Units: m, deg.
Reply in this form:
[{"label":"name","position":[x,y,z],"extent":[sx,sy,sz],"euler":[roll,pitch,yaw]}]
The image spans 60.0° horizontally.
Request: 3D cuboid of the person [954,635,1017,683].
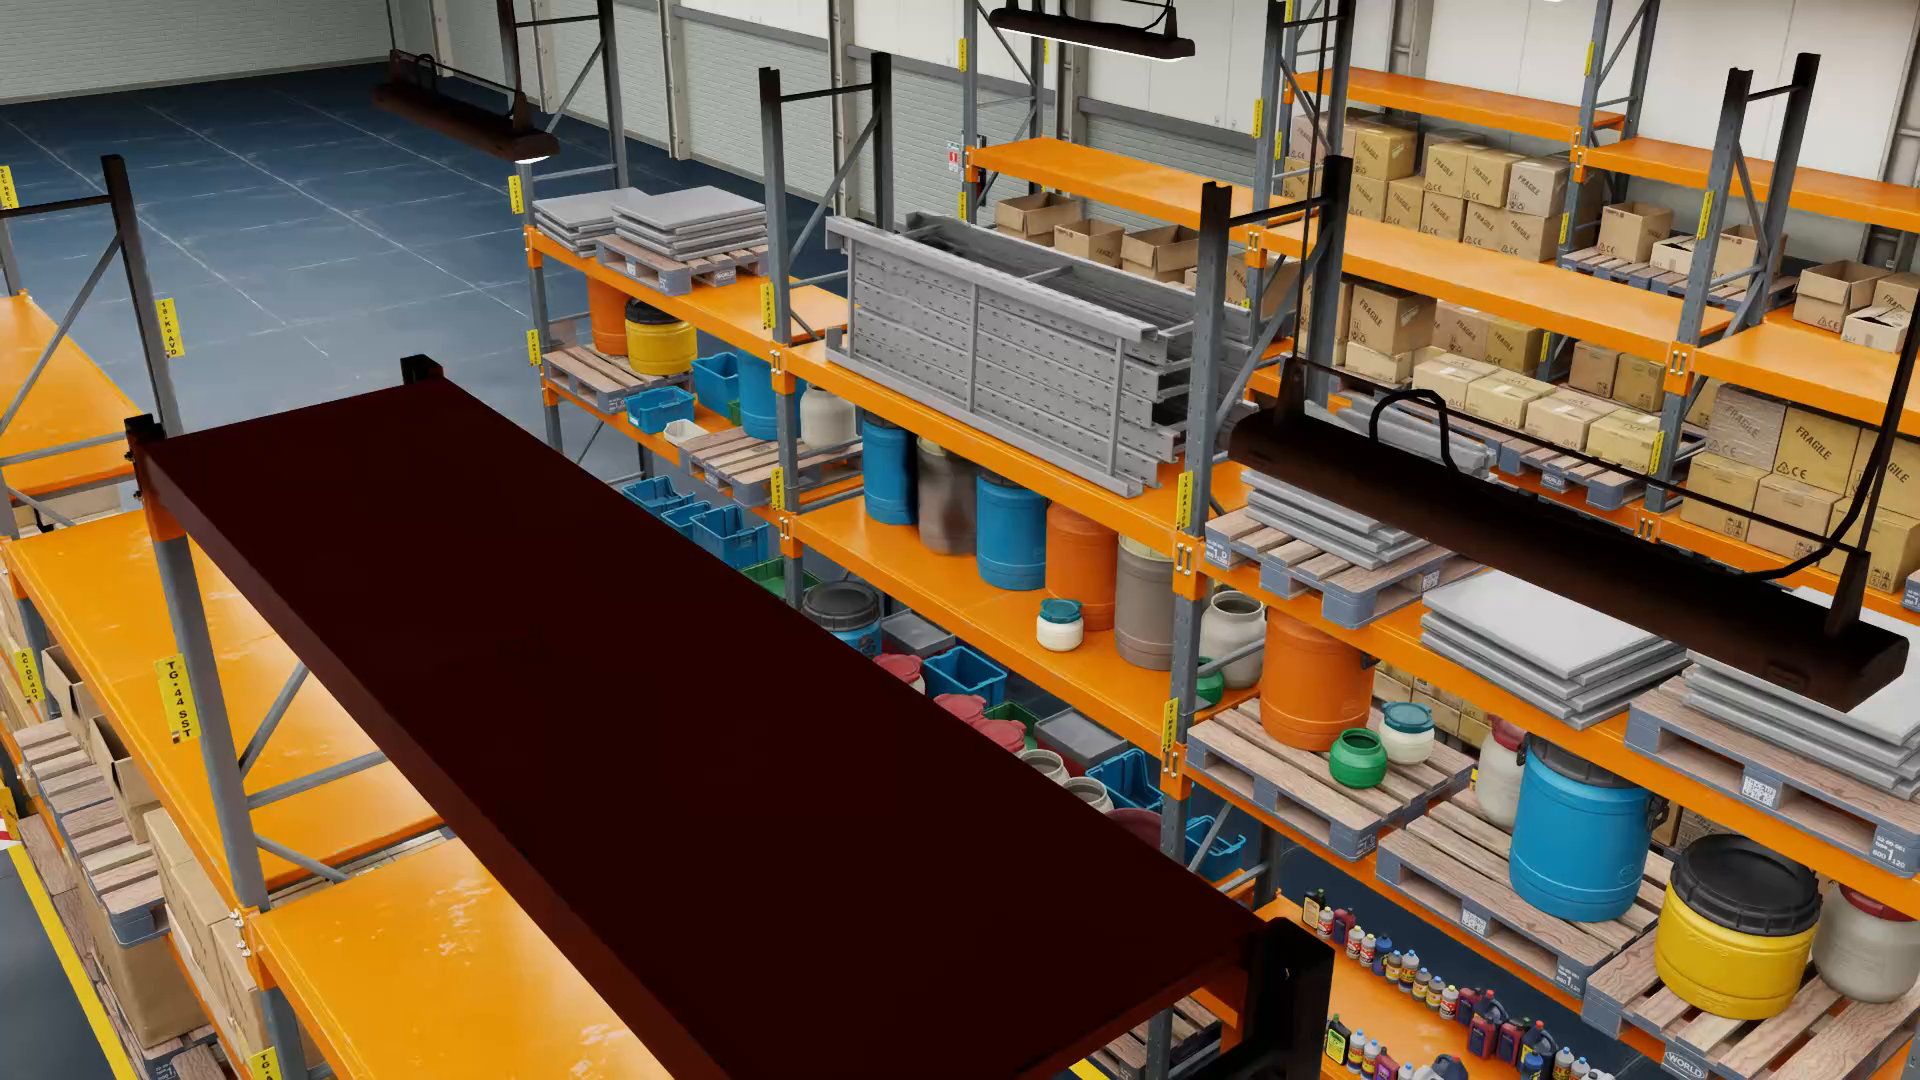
[{"label":"person","position":[0.202,0.584,15.194],"extent":[0.823,1.570,0.598],"euler":[14,29,26]}]
